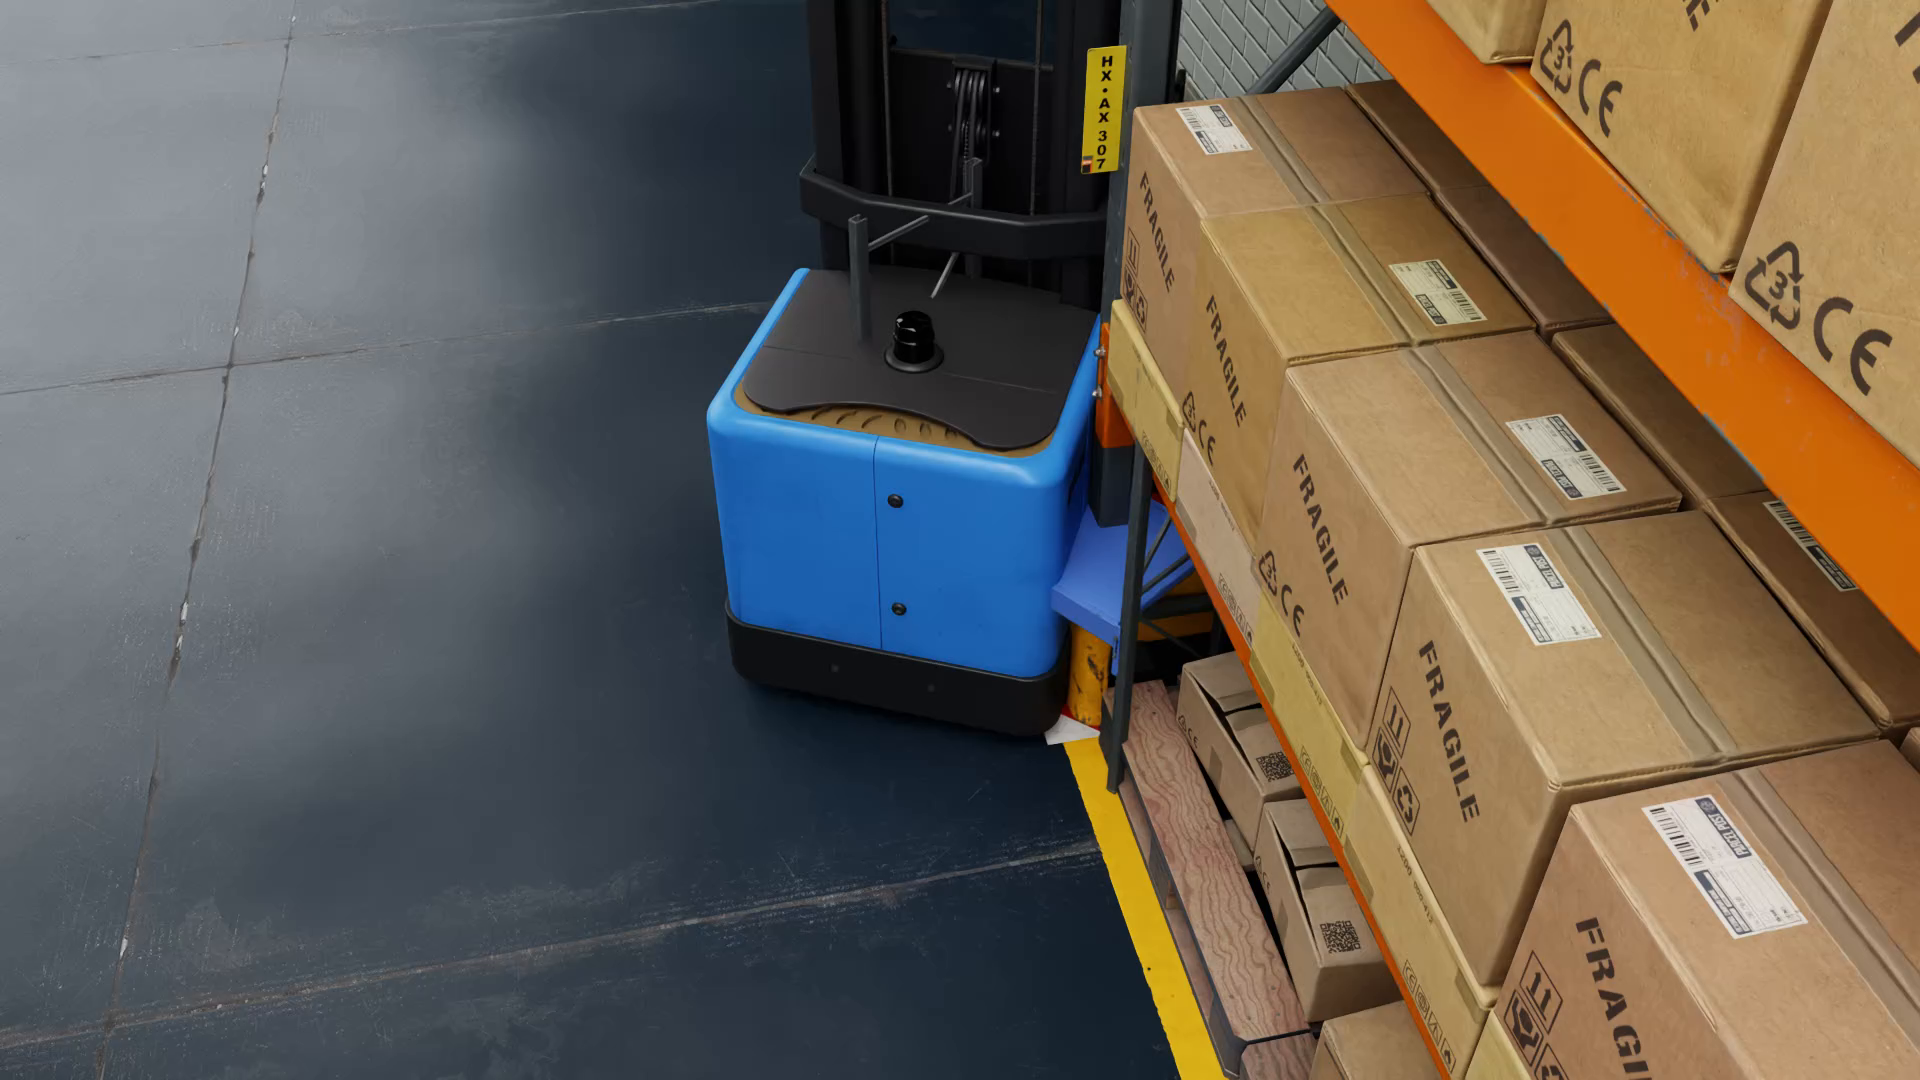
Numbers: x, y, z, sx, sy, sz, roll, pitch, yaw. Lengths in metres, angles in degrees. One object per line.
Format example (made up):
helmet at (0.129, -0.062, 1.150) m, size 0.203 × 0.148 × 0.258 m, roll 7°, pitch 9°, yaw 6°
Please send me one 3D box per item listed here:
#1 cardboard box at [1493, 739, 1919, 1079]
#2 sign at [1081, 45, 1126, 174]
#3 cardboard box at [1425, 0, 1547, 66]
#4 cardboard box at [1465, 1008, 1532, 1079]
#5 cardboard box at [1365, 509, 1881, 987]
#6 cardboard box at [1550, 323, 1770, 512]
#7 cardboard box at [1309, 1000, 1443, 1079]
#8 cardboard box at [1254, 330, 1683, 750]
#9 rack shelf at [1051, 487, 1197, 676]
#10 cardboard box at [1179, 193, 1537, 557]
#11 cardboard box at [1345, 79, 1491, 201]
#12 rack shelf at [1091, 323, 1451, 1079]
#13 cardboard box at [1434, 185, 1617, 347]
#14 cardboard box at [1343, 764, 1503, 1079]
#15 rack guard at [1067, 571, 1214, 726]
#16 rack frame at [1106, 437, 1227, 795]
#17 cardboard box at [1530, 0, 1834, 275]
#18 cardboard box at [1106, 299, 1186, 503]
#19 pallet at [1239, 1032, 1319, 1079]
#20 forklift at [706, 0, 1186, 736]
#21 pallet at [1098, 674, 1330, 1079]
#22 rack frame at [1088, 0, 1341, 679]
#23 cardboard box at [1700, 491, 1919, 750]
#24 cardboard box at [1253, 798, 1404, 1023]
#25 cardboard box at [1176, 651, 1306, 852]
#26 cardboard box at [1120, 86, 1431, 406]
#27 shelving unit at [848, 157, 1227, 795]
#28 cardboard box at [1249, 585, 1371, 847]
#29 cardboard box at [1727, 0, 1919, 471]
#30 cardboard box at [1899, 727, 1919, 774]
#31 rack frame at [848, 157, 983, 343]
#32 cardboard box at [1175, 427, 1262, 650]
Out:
cardboard box at (1.126, 0.662, 2.277) m, size 0.500 × 0.500 × 0.500 m, roll -9°, pitch 42°, yaw -11°
sign at (0.348, -1.032, 4.001) m, size 0.100 × 0.325 × 0.005 m, roll -8°, pitch 42°, yaw -9°
cardboard box at (0.903, -1.011, 2.279) m, size 0.500 × 0.500 × 0.500 m, roll -7°, pitch 42°, yaw -7°
cardboard box at (1.120, 0.944, 2.525) m, size 0.500 × 0.250 × 0.500 m, roll -9°, pitch 42°, yaw -10°
cardboard box at (1.013, 0.325, 2.657) m, size 0.500 × 0.500 × 0.500 m, roll -7°, pitch 42°, yaw -8°
cardboard box at (1.402, -0.080, 3.114) m, size 0.500 × 0.500 × 0.500 m, roll -9°, pitch 42°, yaw -10°
cardboard box at (1.172, 1.298, 3.580) m, size 0.700 × 0.500 × 0.500 m, roll -11°, pitch 43°, yaw -12°
cardboard box at (0.890, -0.008, 3.032) m, size 0.500 × 0.500 × 0.500 m, roll -10°, pitch 42°, yaw -11°
rack shelf at (0.249, -0.036, 4.944) m, size 1.000 × 0.185 × 0.538 m, roll 32°, pitch 50°, yaw 32°
cardboard box at (0.784, -0.343, 3.410) m, size 0.500 × 0.500 × 0.500 m, roll -8°, pitch 42°, yaw -9°
cardboard box at (1.187, -0.743, 3.860) m, size 0.500 × 0.500 × 0.500 m, roll -9°, pitch 42°, yaw -10°
rack shelf at (1.310, 0.780, 3.154) m, size 1.077 × 0.370 × 4.000 m, roll -8°, pitch 42°, yaw -9°
cardboard box at (1.286, -0.415, 3.491) m, size 0.500 × 0.500 × 0.500 m, roll -8°, pitch 42°, yaw -9°
cardboard box at (1.010, 0.618, 2.892) m, size 0.500 × 0.250 × 0.500 m, roll -8°, pitch 42°, yaw -9°
rack guard at (0.894, 0.198, 5.150) m, size 1.175 × 0.500 × 0.348 m, roll -8°, pitch 42°, yaw -9°
rack frame at (0.616, 0.054, 4.558) m, size 0.032 × 1.500 × 0.500 m, roll 32°, pitch 50°, yaw 32°
cardboard box at (1.039, -0.666, 1.891) m, size 0.500 × 0.500 × 0.500 m, roll -6°, pitch 42°, yaw -7°
cardboard box at (0.673, -0.375, 4.011) m, size 0.500 × 0.250 × 0.500 m, roll -9°, pitch 42°, yaw -11°
pallet at (1.295, 1.627, 3.758) m, size 1.003 × 0.211 × 1.213 m, roll -8°, pitch 42°, yaw -9°
forklift at (0.166, -1.499, 5.231) m, size 1.130 × 2.935 × 3.031 m, roll 10°, pitch 43°, yaw 11°
pallet at (1.035, 0.838, 4.647) m, size 1.003 × 0.211 × 1.213 m, roll -8°, pitch 42°, yaw -9°
rack frame at (0.878, -0.786, 4.376) m, size 1.000 × 3.000 × 0.127 m, roll -8°, pitch 42°, yaw -9°
cardboard box at (1.511, 0.246, 2.746) m, size 0.500 × 0.500 × 0.500 m, roll -8°, pitch 42°, yaw -9°
cardboard box at (1.062, 0.886, 4.186) m, size 0.500 × 0.311 × 0.500 m, roll -5°, pitch 42°, yaw -6°
cardboard box at (0.939, 0.517, 4.603) m, size 0.500 × 0.311 × 0.500 m, roll -13°, pitch 43°, yaw -14°
cardboard box at (0.687, -0.665, 3.773) m, size 0.500 × 0.500 × 0.500 m, roll -8°, pitch 42°, yaw -9°
shelving unit at (0.249, -0.173, 4.827) m, size 1.048 × 1.500 × 0.538 m, roll 32°, pitch 50°, yaw 32°
cardboard box at (0.903, 0.290, 3.262) m, size 0.500 × 0.250 × 0.500 m, roll -9°, pitch 42°, yaw -10°
cardboard box at (1.138, -0.335, 1.518) m, size 0.500 × 0.500 × 0.500 m, roll -10°, pitch 43°, yaw -11°
cardboard box at (1.634, 0.581, 2.369) m, size 0.500 × 0.500 × 0.500 m, roll -7°, pitch 42°, yaw -8°
rack frame at (-0.118, -0.400, 5.096) m, size 0.032 × 1.500 × 0.500 m, roll 32°, pitch 50°, yaw 32°
cardboard box at (0.799, -0.041, 3.634) m, size 0.500 × 0.250 × 0.500 m, roll -10°, pitch 42°, yaw -11°
